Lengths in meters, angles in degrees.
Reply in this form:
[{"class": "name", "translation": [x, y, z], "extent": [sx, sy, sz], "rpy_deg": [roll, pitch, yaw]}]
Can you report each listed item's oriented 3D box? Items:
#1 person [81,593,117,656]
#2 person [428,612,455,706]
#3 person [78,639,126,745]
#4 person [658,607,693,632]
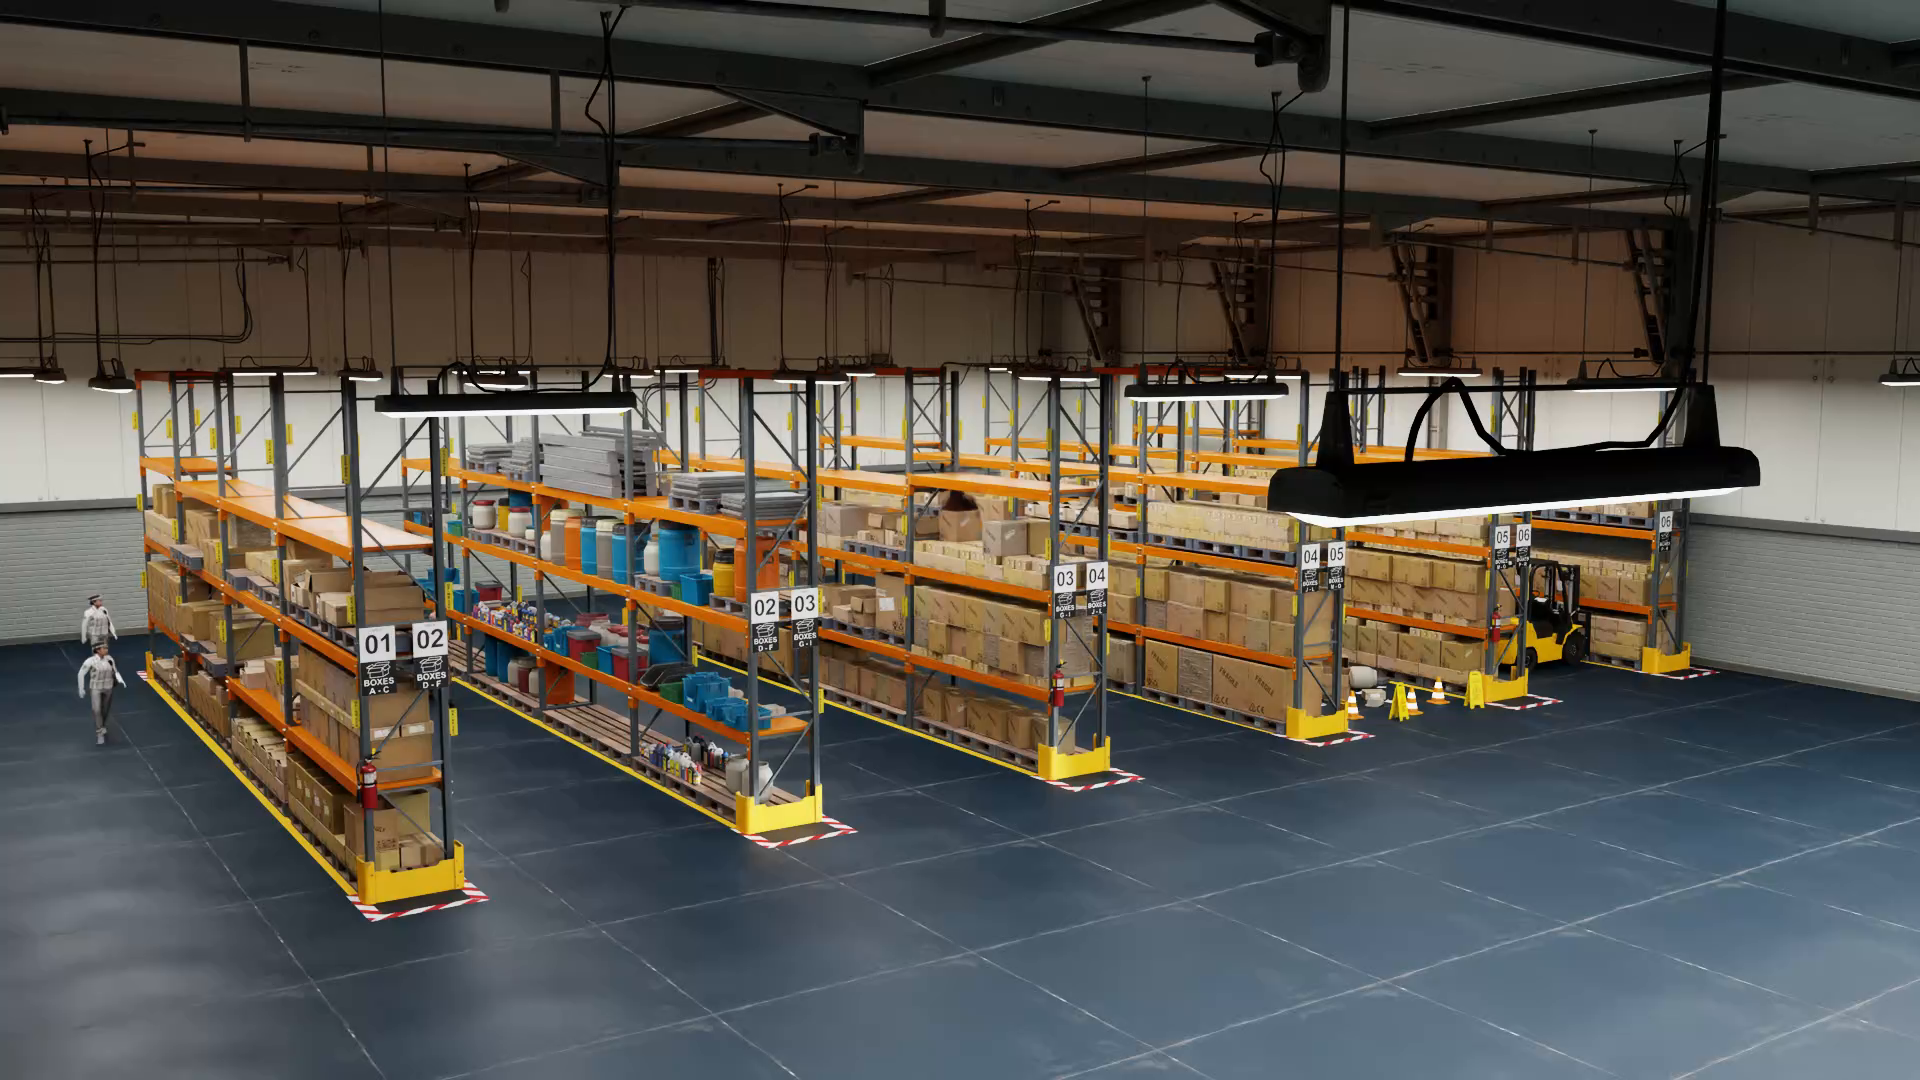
[{"class": "person", "translation": [-16.807, 1.848, 32.452], "extent": [0.597, 1.633, 1.019], "rpy_deg": [-6, 9, -41]}, {"class": "person", "translation": [-9.402, 2.135, 29.870], "extent": [0.504, 1.684, 1.012], "rpy_deg": [-4, 7, -29]}, {"class": "person", "translation": [-14.063, 2.455, 27.245], "extent": [0.664, 1.666, 0.958], "rpy_deg": [-4, 8, -33]}, {"class": "person", "translation": [-5.648, 1.718, 33.040], "extent": [0.645, 1.729, 1.020], "rpy_deg": [-4, 8, -32]}]
